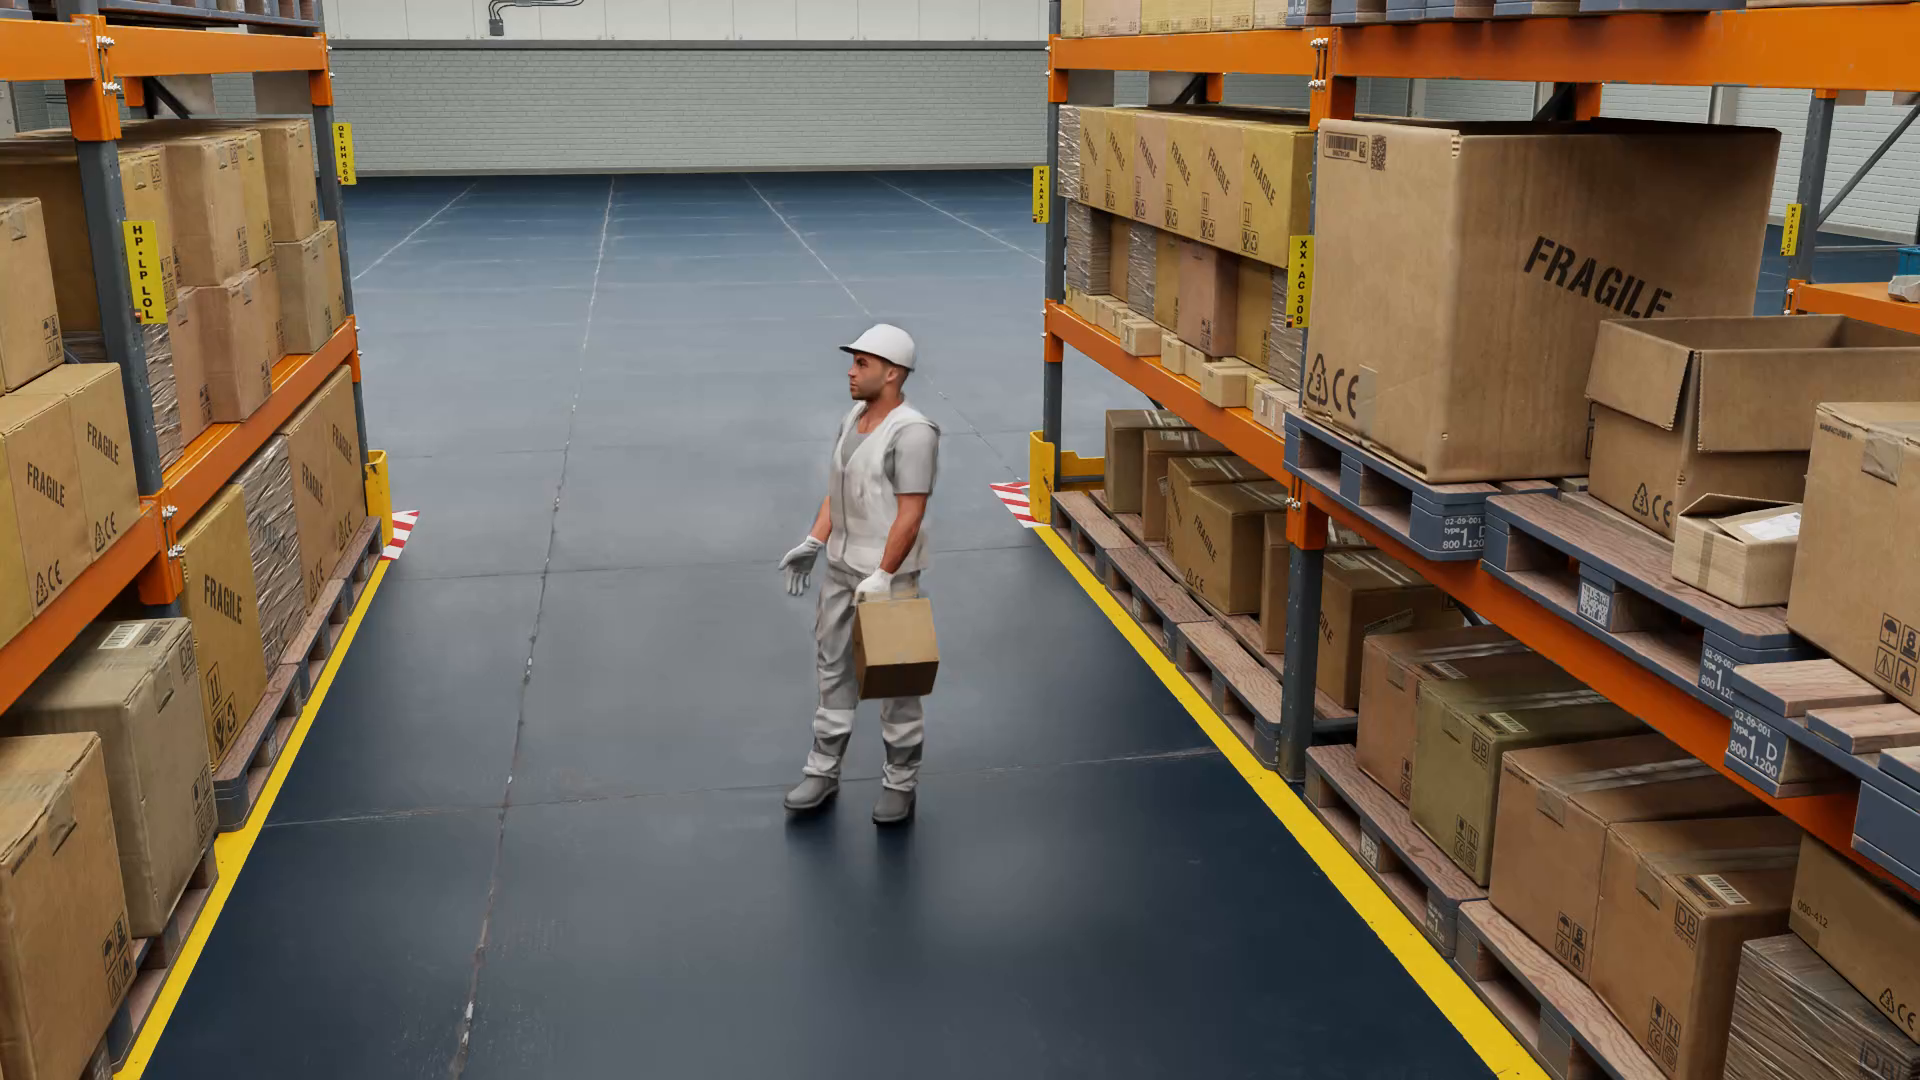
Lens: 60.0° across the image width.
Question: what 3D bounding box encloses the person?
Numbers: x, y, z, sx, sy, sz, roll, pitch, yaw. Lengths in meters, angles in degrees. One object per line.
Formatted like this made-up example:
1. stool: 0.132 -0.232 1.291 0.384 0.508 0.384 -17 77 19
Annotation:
1. person: -0.356 0.138 5.961 0.552 1.794 0.531 -14 21 -39
